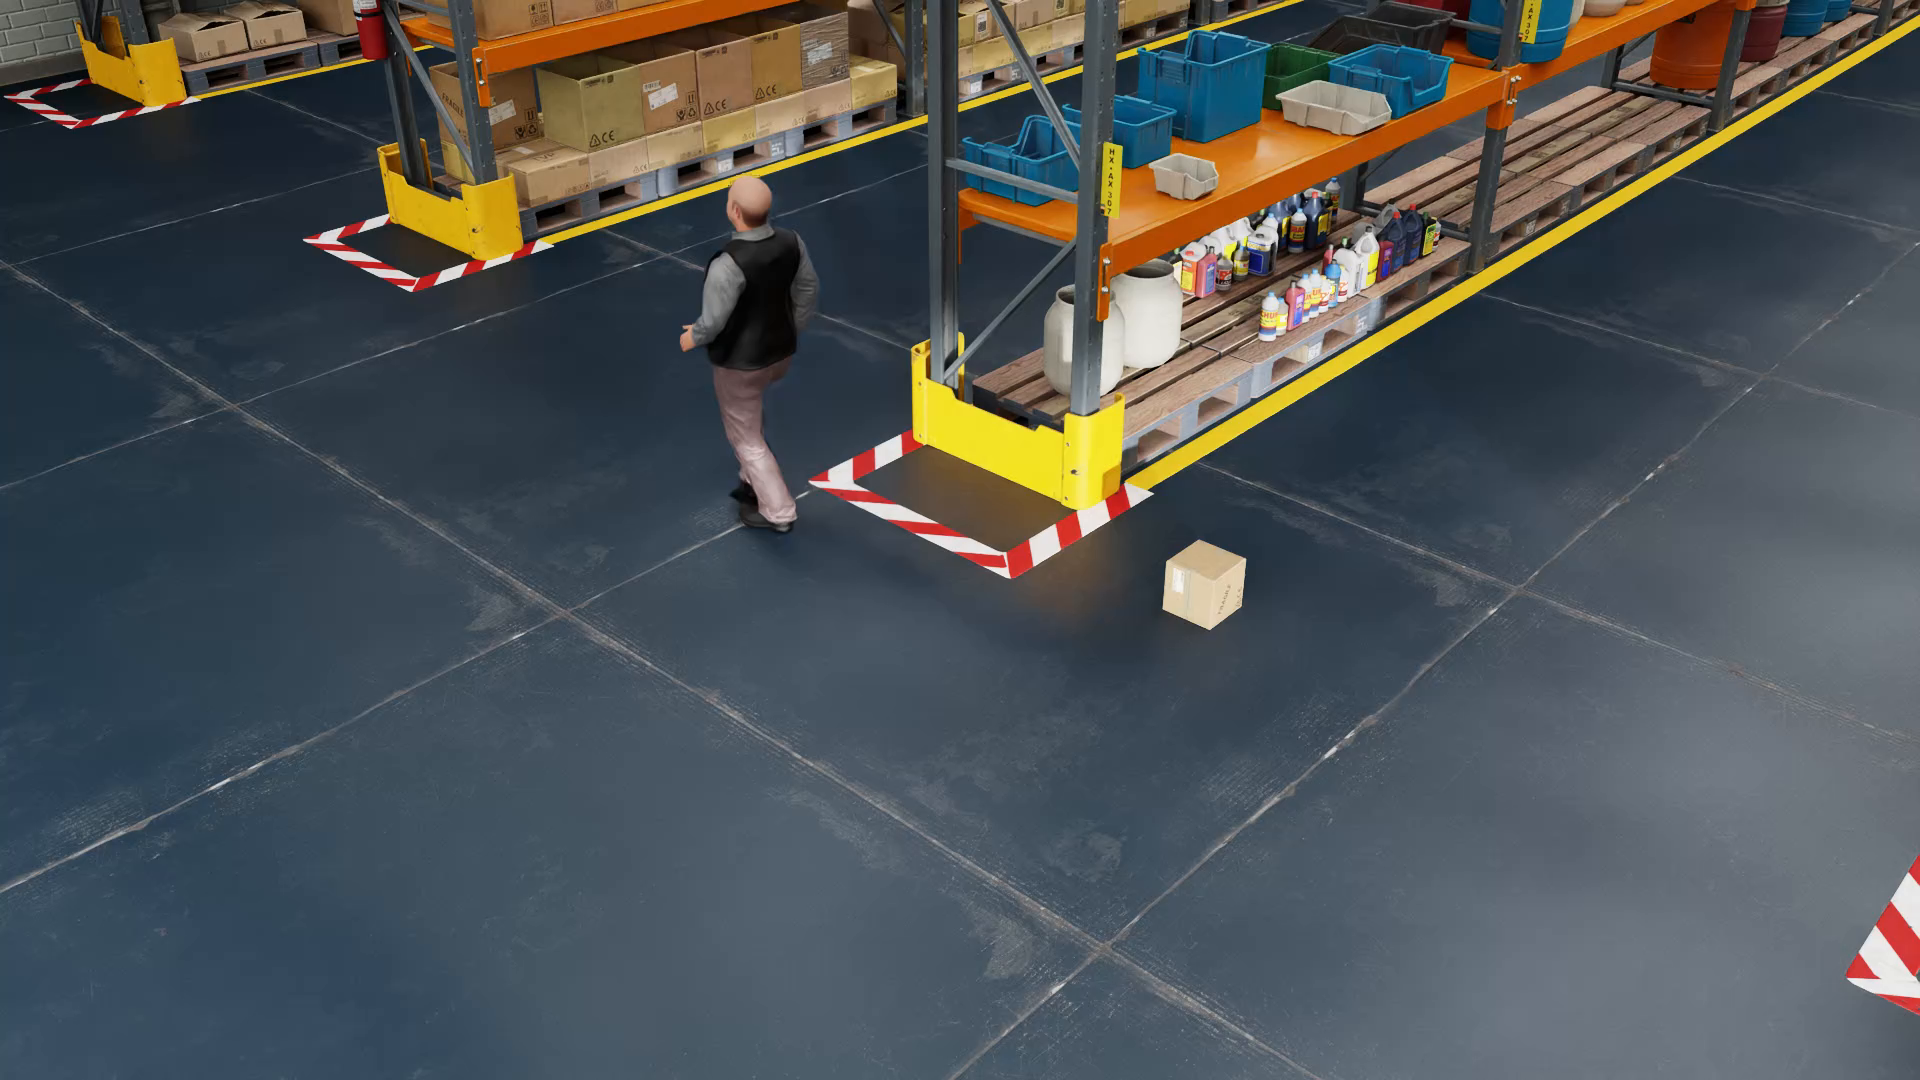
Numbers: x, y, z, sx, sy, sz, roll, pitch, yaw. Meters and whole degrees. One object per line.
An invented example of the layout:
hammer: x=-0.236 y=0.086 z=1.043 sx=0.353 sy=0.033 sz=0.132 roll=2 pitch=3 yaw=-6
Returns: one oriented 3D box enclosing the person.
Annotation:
person: x=-0.984 y=-0.831 z=7.574 sx=0.533 sy=1.735 sz=0.618 roll=19 pitch=36 yaw=29
